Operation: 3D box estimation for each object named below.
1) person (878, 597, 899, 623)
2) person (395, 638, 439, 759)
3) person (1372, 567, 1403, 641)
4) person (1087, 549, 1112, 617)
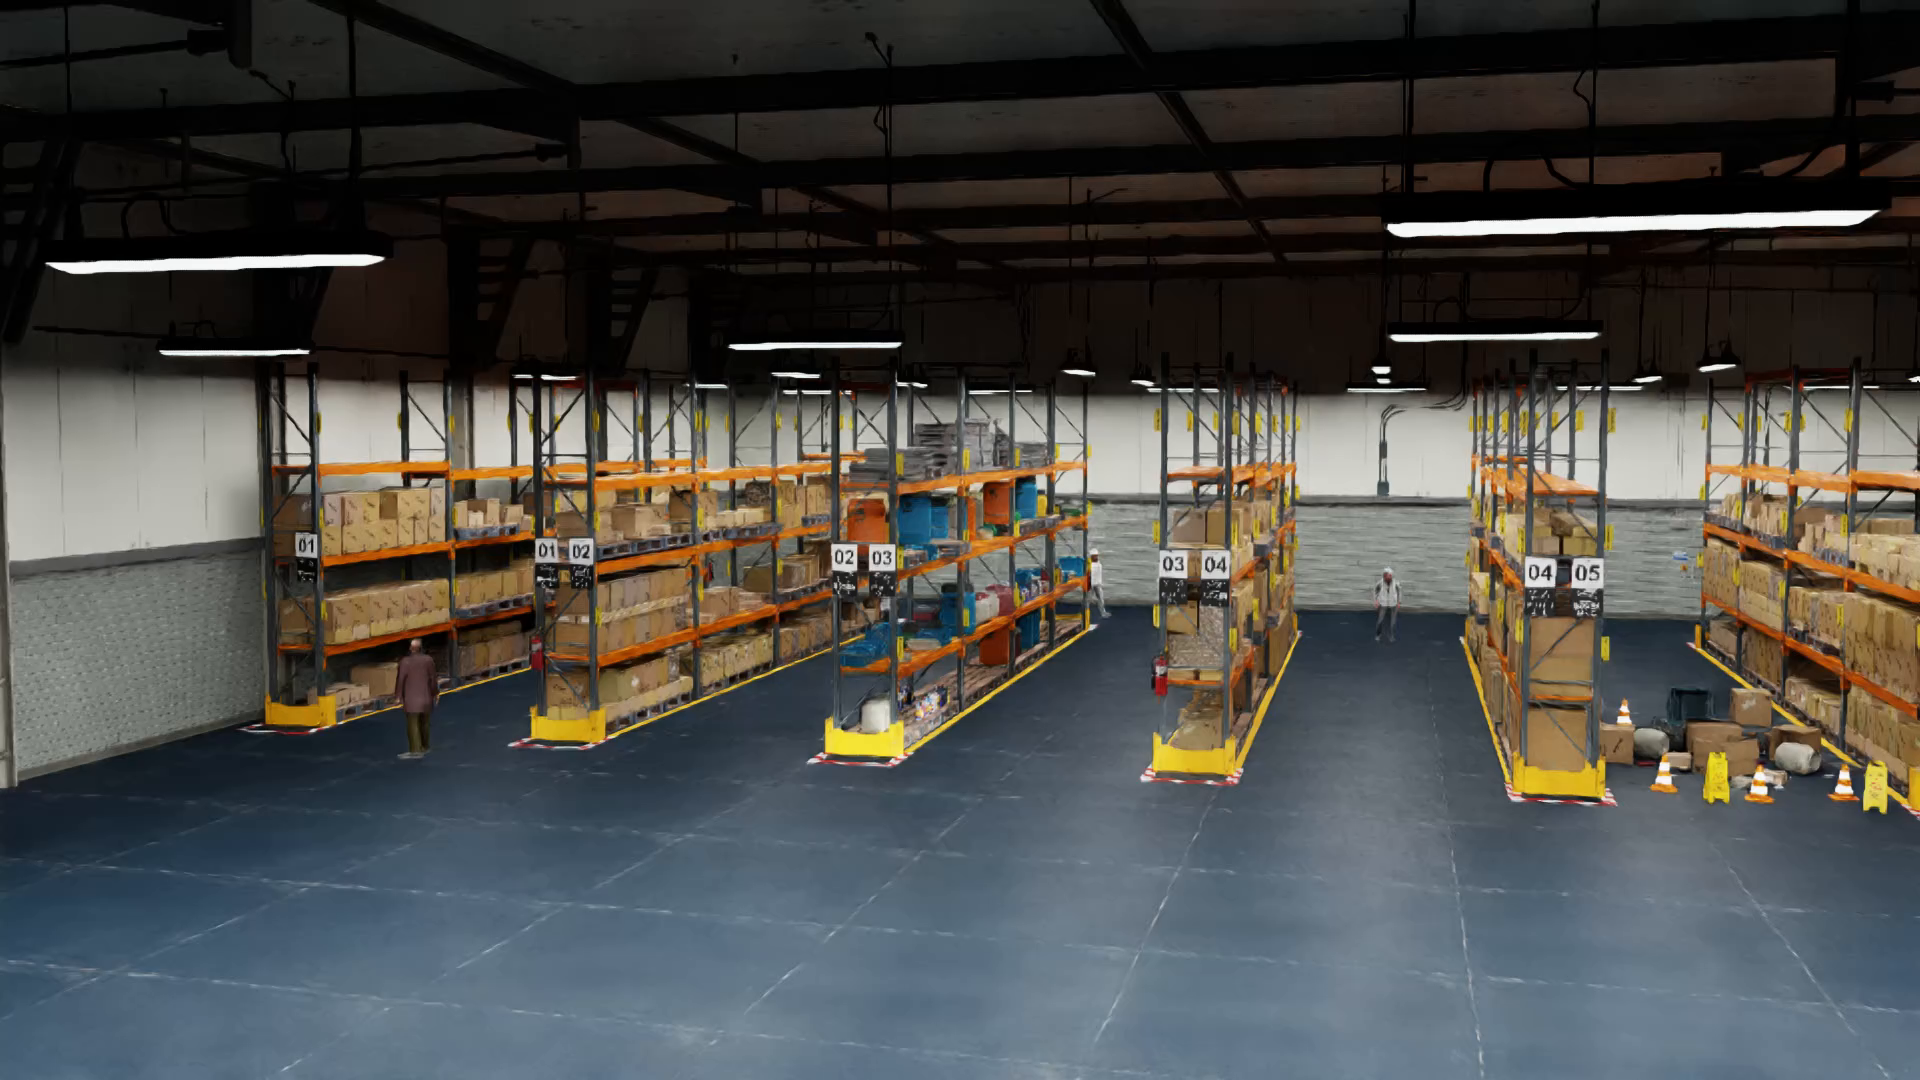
[{"bbox_3d":[-1.637,1.542,37.636,0.455,1.587,1.088,1,4,13],"label":"person"},{"bbox_3d":[-8.143,2.345,24.898,0.630,1.773,0.678,4,6,45],"label":"person"},{"bbox_3d":[9.781,1.471,38.070,0.677,1.725,0.574,1,4,12],"label":"person"},{"bbox_3d":[3.480,1.102,42.795,0.740,1.755,0.568,-3,5,-37],"label":"person"}]
